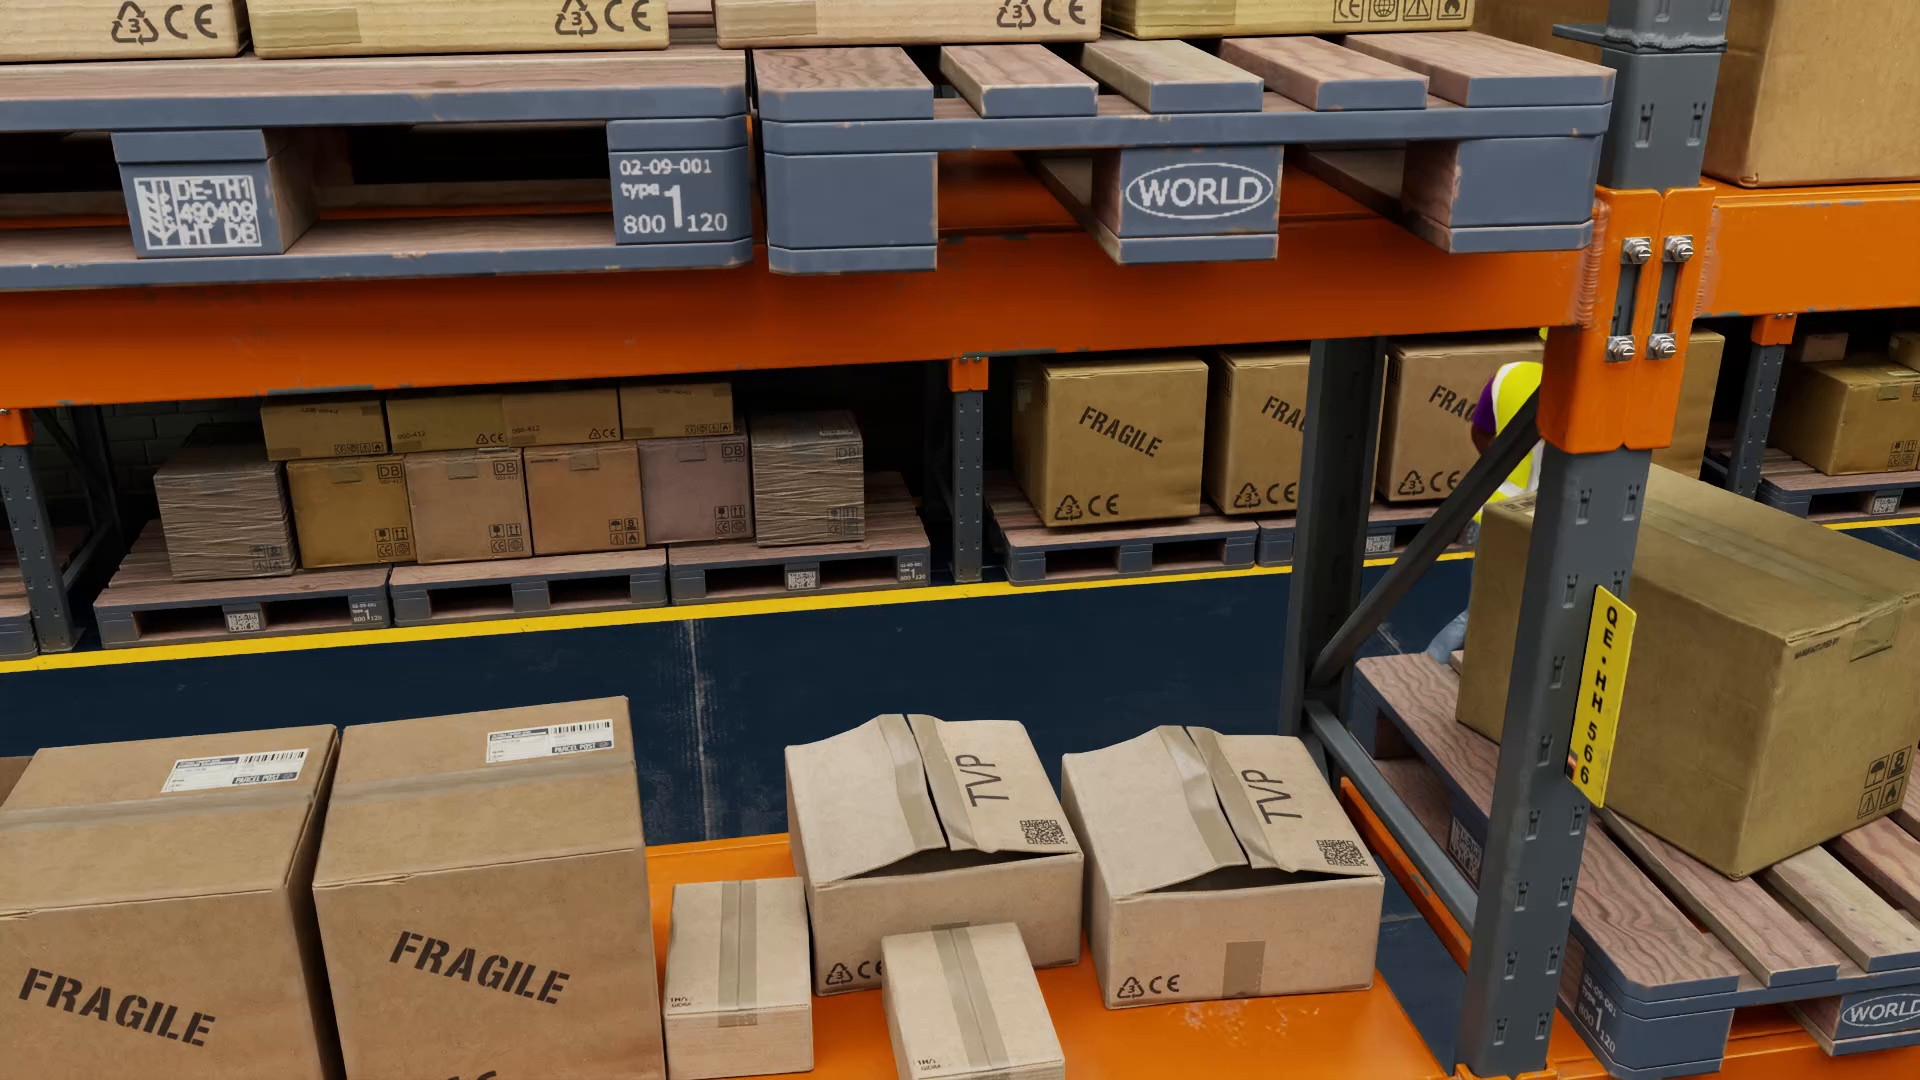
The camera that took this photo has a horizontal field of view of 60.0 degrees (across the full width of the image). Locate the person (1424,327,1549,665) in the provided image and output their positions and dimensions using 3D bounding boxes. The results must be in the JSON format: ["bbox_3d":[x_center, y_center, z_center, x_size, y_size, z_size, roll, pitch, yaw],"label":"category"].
[{"bbox_3d":[2.042,-0.023,6.120,0.809,1.759,0.730,-8,25,-18],"label":"person"}]
